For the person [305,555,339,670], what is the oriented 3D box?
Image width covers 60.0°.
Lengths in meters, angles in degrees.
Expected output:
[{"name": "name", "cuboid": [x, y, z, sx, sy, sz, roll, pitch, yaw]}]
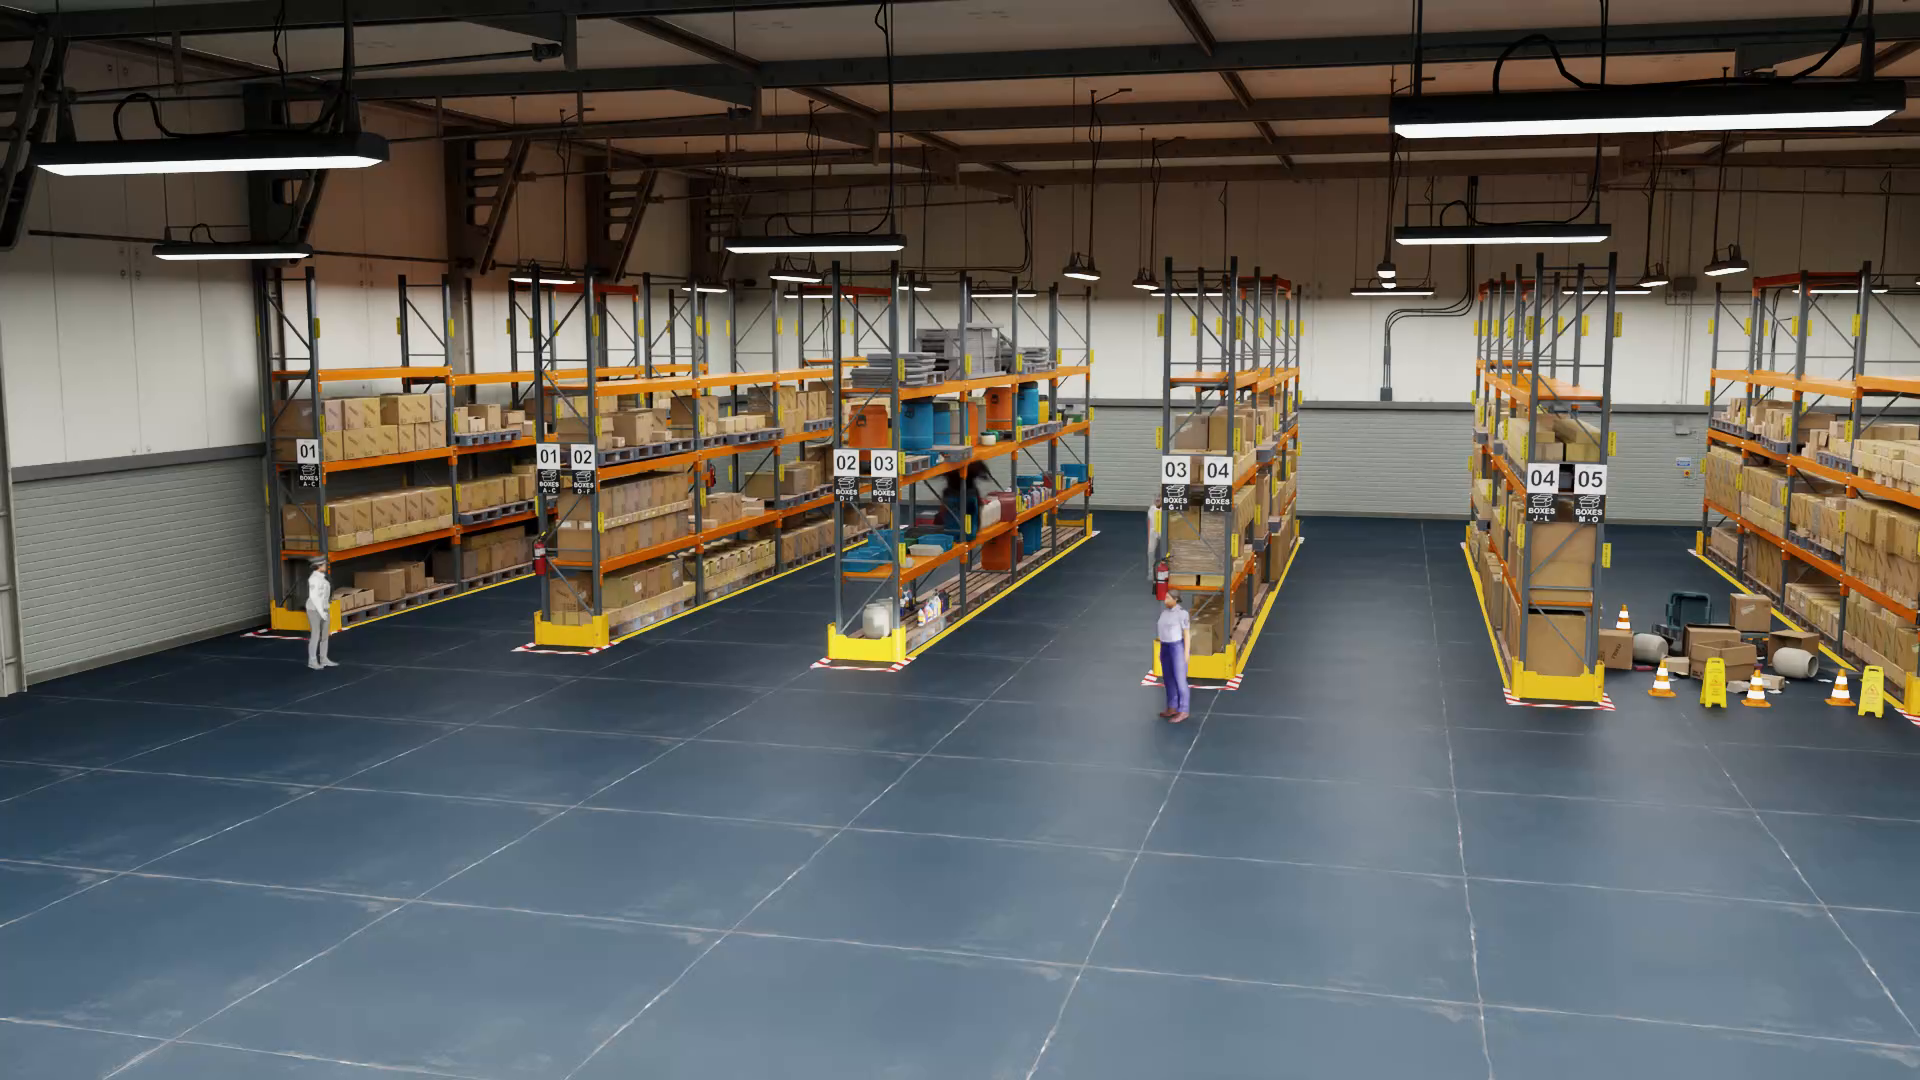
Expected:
[{"name": "person", "cuboid": [-9.453, 1.067, 24.599, 0.443, 1.690, 0.511, 1, 7, 9]}]

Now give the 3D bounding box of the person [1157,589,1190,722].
[{"name": "person", "cuboid": [2.747, 1.481, 21.496, 0.414, 1.657, 0.581, -4, 9, -32]}]

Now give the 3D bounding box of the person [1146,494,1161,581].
[{"name": "person", "cuboid": [4.025, -0.074, 33.465, 0.586, 1.748, 0.985, 2, 8, 15]}]
